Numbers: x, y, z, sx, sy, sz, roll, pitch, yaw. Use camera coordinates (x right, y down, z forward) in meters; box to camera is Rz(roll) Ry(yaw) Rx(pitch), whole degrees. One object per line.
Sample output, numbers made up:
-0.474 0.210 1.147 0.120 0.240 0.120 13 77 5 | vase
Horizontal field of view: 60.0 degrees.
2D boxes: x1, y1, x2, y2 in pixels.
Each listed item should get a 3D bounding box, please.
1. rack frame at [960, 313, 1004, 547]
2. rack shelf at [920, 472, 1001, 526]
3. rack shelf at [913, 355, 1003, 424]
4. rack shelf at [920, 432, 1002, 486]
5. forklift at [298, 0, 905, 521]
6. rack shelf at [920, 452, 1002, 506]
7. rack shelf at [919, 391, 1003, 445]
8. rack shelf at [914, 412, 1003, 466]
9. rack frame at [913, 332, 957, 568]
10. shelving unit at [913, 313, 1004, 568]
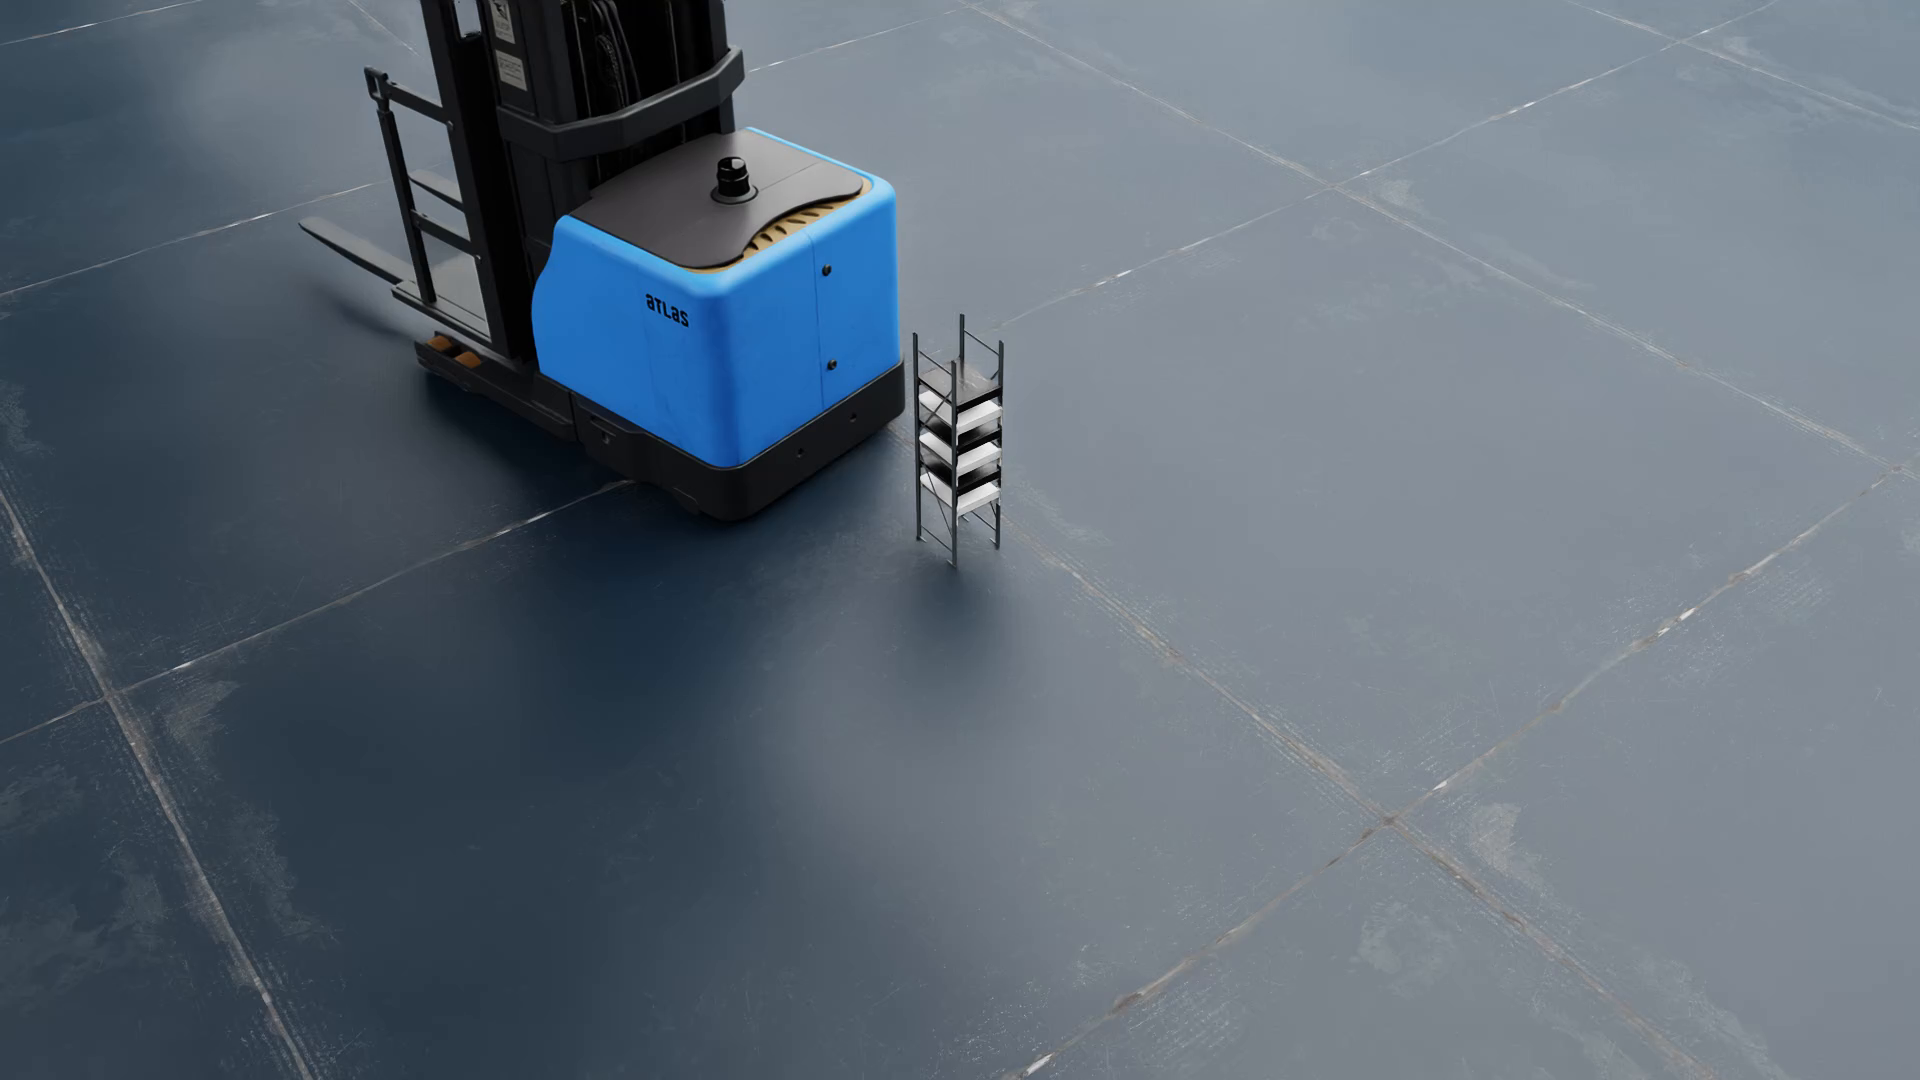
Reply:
0.074 -0.384 6.009 0.006 0.900 0.240 -26 46 -28 | rack frame
-0.006 -0.180 6.096 0.200 0.077 0.258 -26 46 -28 | rack shelf
-0.006 -0.528 5.811 0.200 0.077 0.258 -26 46 -28 | rack shelf
-0.006 -0.319 5.982 0.200 0.077 0.258 -26 46 -28 | rack shelf
-1.683 -1.987 6.362 3.031 2.935 1.130 28 47 29 | forklift
-0.006 -0.249 6.039 0.200 0.077 0.258 -26 46 -28 | rack shelf
-0.006 -0.458 5.868 0.200 0.077 0.258 -26 46 -28 | rack shelf
-0.006 -0.389 5.925 0.200 0.077 0.258 -26 46 -28 | rack shelf
-0.087 -0.305 5.913 0.006 0.900 0.240 -26 46 -28 | rack frame
-0.006 -0.345 5.961 0.210 0.900 0.258 -26 46 -28 | shelving unit
